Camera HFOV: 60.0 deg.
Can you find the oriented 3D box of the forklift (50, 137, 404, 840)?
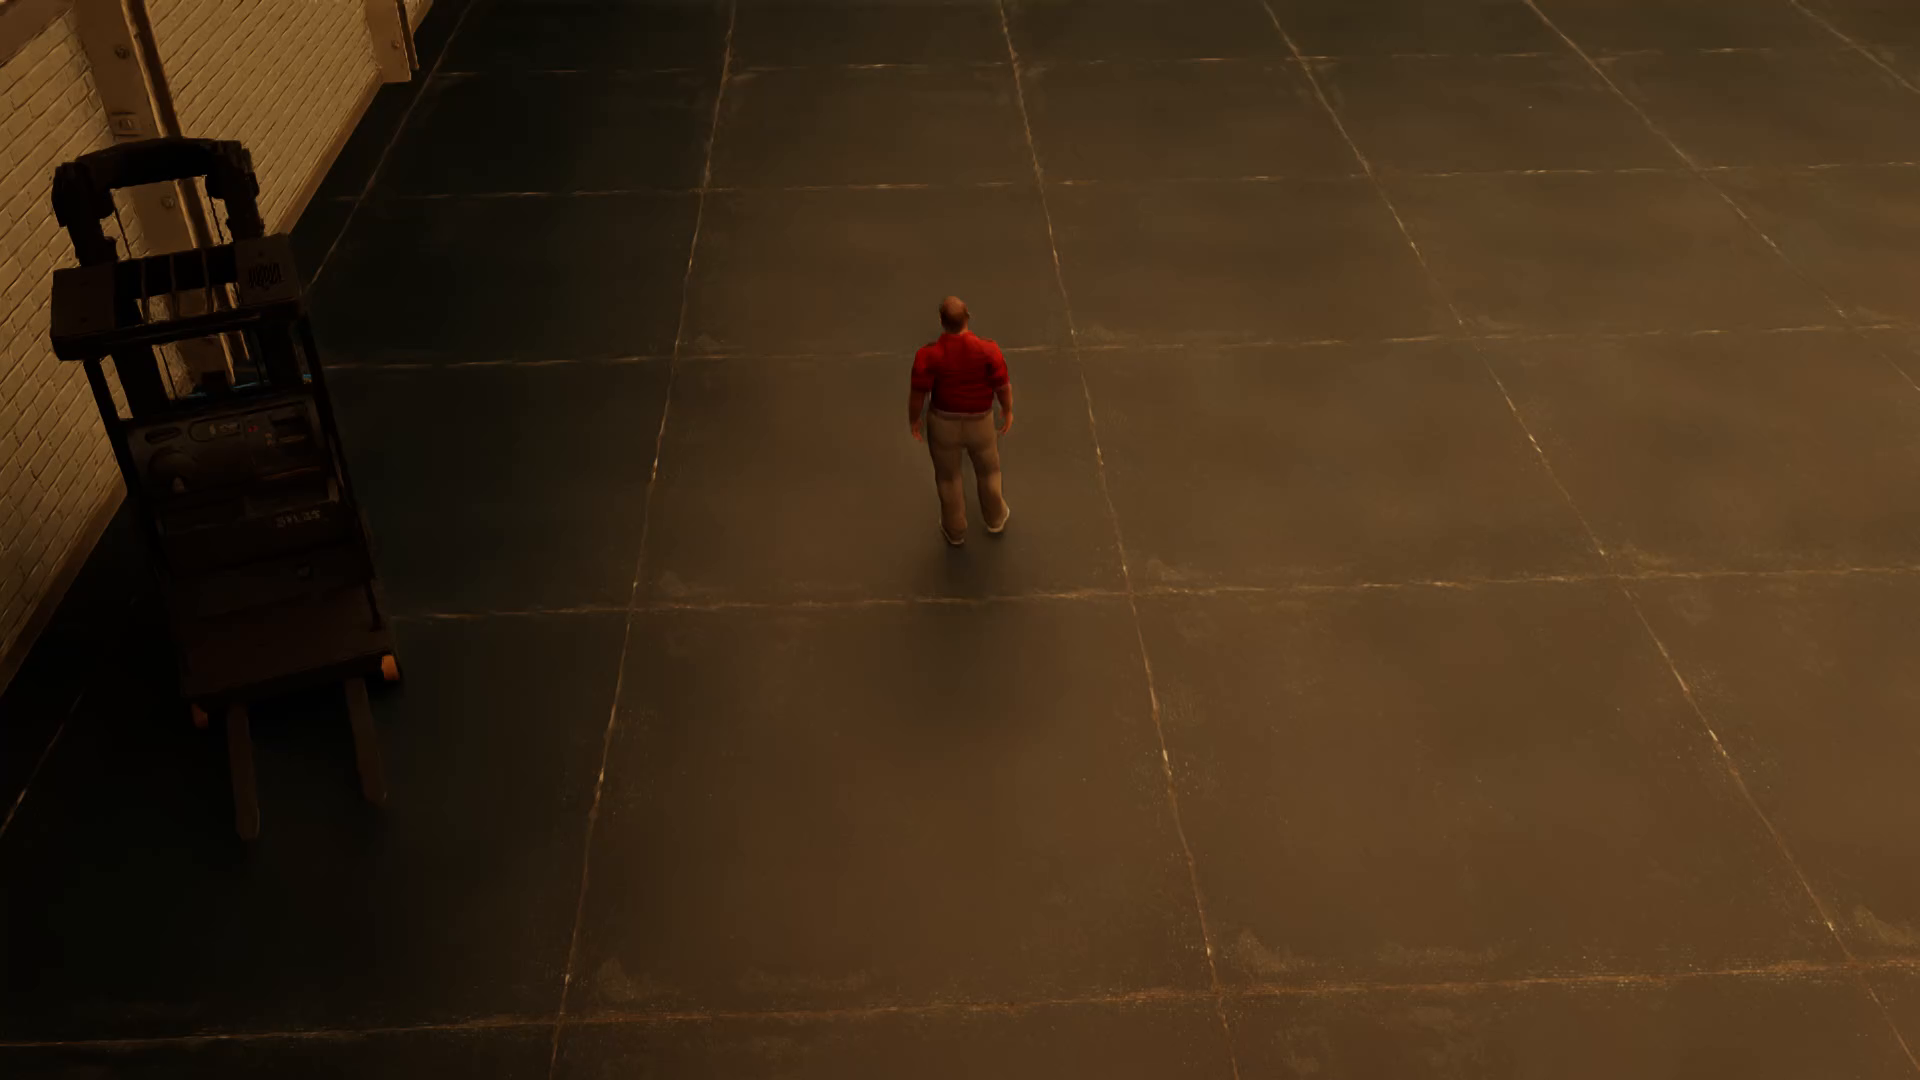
[{"bbox_3d":[-3.783,-0.439,8.614,1.130,2.935,3.031,-14,38,-18],"label":"forklift"}]

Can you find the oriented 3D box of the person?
[{"bbox_3d":[0.007,-0.758,10.060,0.640,1.727,0.550,-2,36,-2],"label":"person"}]
